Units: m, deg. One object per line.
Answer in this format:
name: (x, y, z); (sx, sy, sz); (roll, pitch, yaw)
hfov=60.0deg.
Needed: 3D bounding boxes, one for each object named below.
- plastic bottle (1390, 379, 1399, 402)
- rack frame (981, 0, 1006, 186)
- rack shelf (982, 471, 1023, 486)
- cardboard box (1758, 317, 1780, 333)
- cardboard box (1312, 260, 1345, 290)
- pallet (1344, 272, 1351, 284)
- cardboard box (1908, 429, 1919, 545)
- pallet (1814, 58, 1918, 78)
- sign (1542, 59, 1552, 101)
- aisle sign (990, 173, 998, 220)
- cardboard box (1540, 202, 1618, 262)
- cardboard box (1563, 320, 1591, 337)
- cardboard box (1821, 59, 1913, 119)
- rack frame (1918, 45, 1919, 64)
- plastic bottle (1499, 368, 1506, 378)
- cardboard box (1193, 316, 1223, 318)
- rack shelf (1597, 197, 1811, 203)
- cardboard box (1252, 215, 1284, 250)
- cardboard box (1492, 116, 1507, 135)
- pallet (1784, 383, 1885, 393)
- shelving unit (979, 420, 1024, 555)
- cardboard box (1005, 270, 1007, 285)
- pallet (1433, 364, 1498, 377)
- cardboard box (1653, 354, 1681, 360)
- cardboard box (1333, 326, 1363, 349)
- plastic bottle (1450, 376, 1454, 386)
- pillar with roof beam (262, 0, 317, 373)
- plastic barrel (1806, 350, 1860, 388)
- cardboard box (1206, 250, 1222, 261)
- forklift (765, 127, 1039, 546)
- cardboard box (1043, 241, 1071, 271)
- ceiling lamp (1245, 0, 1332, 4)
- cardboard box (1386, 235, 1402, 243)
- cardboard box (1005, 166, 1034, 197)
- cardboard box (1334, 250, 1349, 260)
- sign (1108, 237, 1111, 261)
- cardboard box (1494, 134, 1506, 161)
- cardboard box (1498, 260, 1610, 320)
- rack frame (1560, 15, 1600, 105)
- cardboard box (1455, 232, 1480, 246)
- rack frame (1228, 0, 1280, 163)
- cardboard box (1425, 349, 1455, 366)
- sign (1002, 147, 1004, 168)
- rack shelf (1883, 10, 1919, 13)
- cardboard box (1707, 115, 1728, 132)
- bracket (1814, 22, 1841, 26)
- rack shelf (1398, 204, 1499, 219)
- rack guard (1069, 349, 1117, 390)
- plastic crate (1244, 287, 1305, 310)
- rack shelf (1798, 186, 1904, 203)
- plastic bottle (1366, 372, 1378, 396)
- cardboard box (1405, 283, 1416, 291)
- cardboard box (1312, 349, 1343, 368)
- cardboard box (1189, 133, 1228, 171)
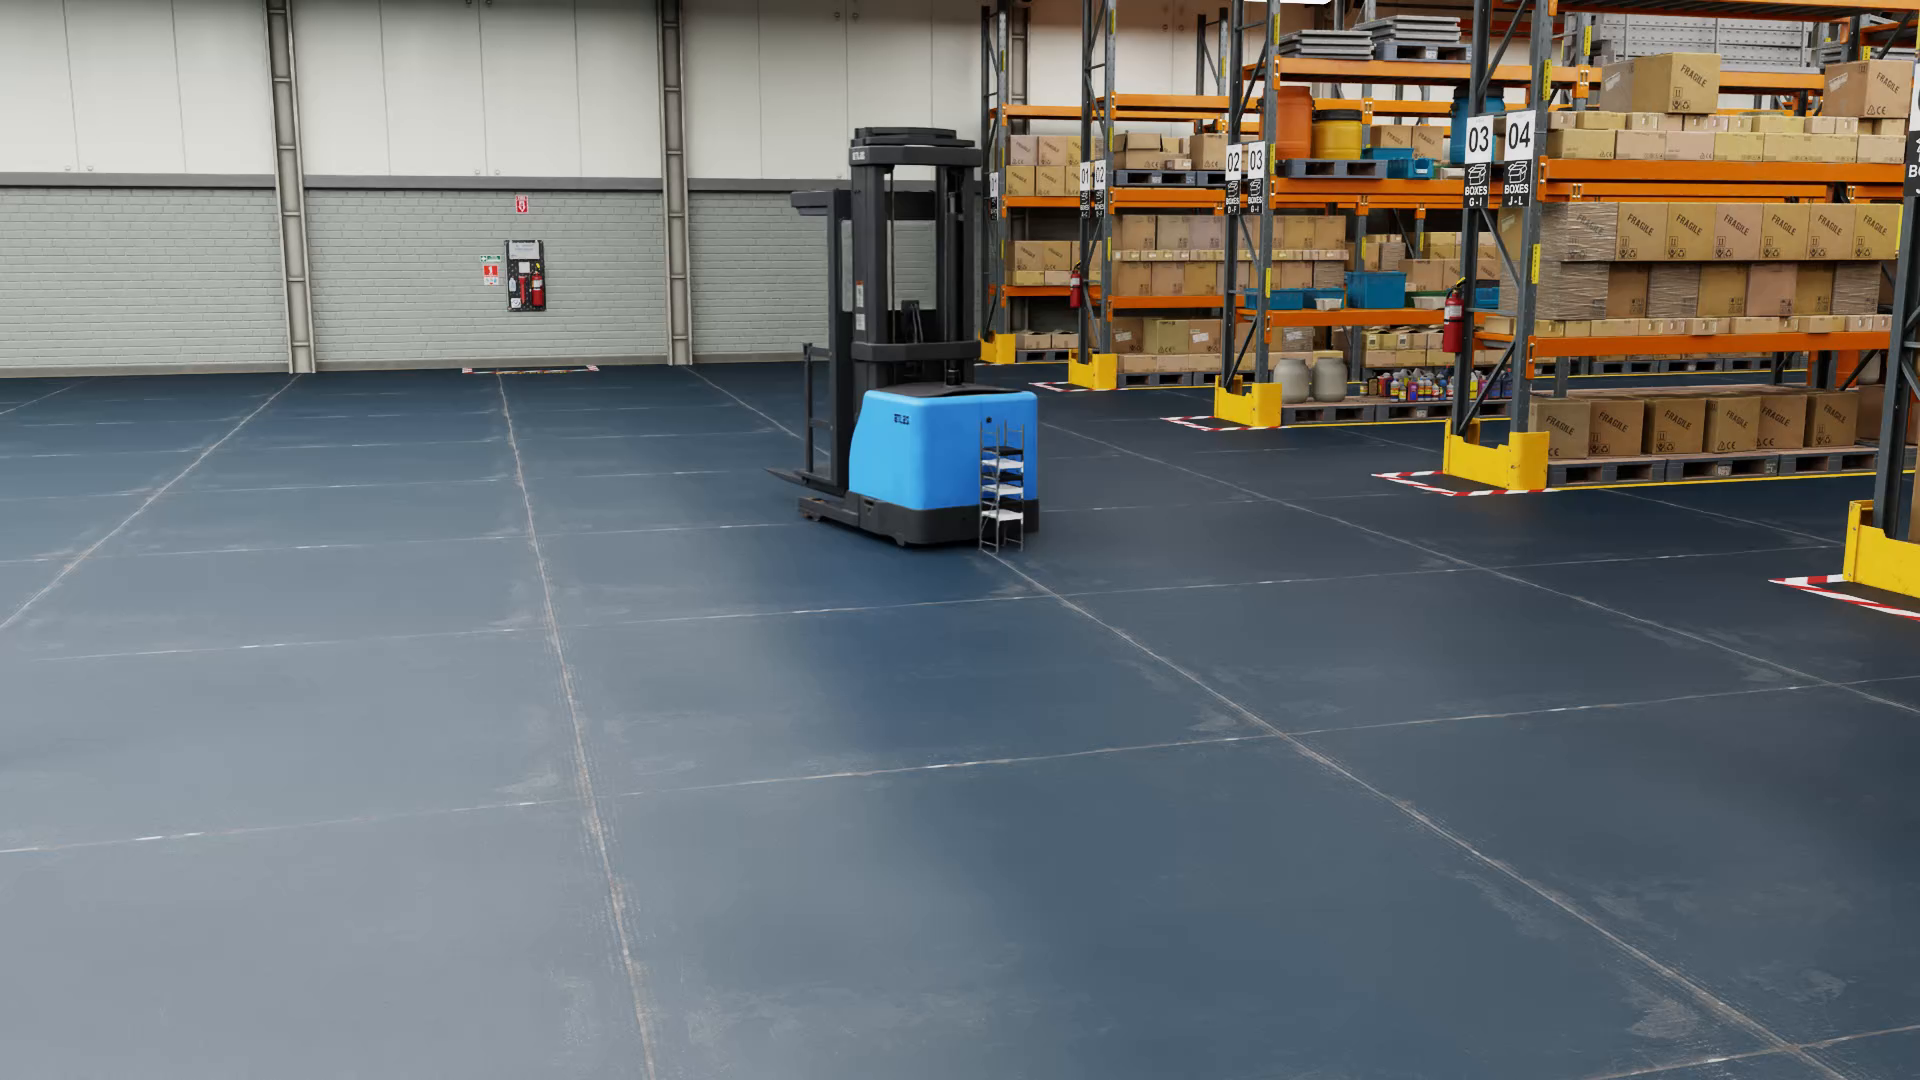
plastic bottle: (5.159, -1.778, 19.740); (0.097, 0.271, 0.097); (0, 10, 0)
rack frame: (0.562, -7.538, 28.140); (0.127, 3.000, 1.000); (-3, 11, -16)
rack shelf: (0.288, -0.423, 11.547); (0.200, 0.077, 0.258); (-6, 12, -31)
cardboard box: (7.218, -1.967, 15.140); (0.250, 0.149, 0.380); (-3, 11, -16)
cardboard box: (5.366, -3.955, 24.969); (0.500, 0.500, 0.700); (-3, 11, -17)
pallet: (6.354, -4.791, 30.317); (1.213, 0.211, 1.003); (-3, 11, -16)
cardboard box: (6.637, -0.345, 10.343); (0.875, 0.875, 0.875); (-3, 11, -16)
pallet: (11.713, -5.963, 21.207); (1.003, 0.211, 1.213); (-3, 11, -16)
sign: (4.867, -3.815, 13.788); (0.005, 0.325, 0.100); (-3, 11, -16)
aisle sign: (0.577, -5.811, 28.145); (0.004, 0.787, 0.394); (-3, 11, -16)
cardboard box: (5.319, -2.672, 14.419); (0.500, 0.500, 0.500); (-3, 11, -16)
cardboard box: (5.301, -1.863, 14.578); (0.250, 0.149, 0.380); (-3, 11, -16)
cardboard box: (8.195, -4.057, 15.033); (0.500, 0.500, 0.500); (-3, 11, -18)
rack frame: (6.005, -4.088, 9.397); (0.127, 3.000, 1.000); (-3, 11, -16)
plastic bottle: (6.593, -1.924, 20.315); (0.185, 0.351, 0.144); (-3, 11, -16)
cardboard box: (3.818, -3.107, 25.003); (0.500, 0.500, 0.500); (-3, 11, -16)
rack shelf: (11.551, -5.354, 26.549); (4.000, 0.370, 1.077); (-3, 11, -16)
cardboard box: (4.400, -4.542, 24.575); (0.500, 0.500, 0.700); (-3, 11, -16)
cardboard box: (4.895, -3.671, 14.728); (0.250, 0.149, 0.380); (-3, 11, -16)
pallet: (11.757, -1.946, 22.036); (1.213, 0.211, 1.003); (-3, 11, -16)
shelving unit: (0.288, -0.367, 11.557); (0.210, 0.900, 0.258); (-6, 12, -31)
cardboard box: (0.956, -4.581, 29.007); (0.500, 0.250, 0.500); (-3, 11, -15)
pallet: (7.661, -2.665, 25.937); (1.213, 0.211, 1.003); (-3, 11, -16)
cardboard box: (11.132, -3.144, 26.530); (0.500, 0.500, 0.500); (-3, 11, -17)
cardboard box: (6.099, -3.130, 25.648); (0.500, 0.311, 0.500); (-3, 11, -16)
plastic bottle: (5.982, -1.829, 20.003); (0.135, 0.276, 0.152); (-3, 11, -15)
pillar with roof beam: (-9.326, -6.369, 21.786); (0.400, 9.000, 9.100); (-3, 11, -16)
plastic barrel: (11.477, -2.438, 21.836); (0.708, 0.830, 0.600); (-3, 11, -16)
cardboard box: (3.623, -4.143, 24.199); (0.250, 0.149, 0.380); (-3, 11, -17)
forklift: (-0.606, -1.620, 12.749); (1.130, 2.935, 3.031); (-6, 12, -30)
cardboard box: (1.582, -4.888, 28.601); (0.500, 0.500, 0.500); (-3, 11, -16)
ceiling lamp: (5.058, -10.117, 26.025); (2.000, 3.185, 0.800); (-3, 11, -16)
cardboard box: (7.920, -5.555, 30.652); (0.250, 0.149, 0.380); (-5, 11, -23)
cardboard box: (0.953, -6.096, 28.257); (0.500, 0.500, 0.500); (-3, 11, -14)
cardboard box: (5.589, -4.247, 24.761); (0.250, 0.149, 0.380); (-3, 11, -16)
sign: (2.099, -4.095, 23.395); (0.005, 0.325, 0.100); (-3, 11, -16)
cardboard box: (5.107, -3.475, 14.766); (0.500, 0.250, 0.500); (-3, 11, -15)
cardboard box: (5.251, -2.223, 14.741); (0.500, 0.500, 0.875); (-3, 11, -16)
rack frame: (9.631, -7.082, 25.663); (0.127, 3.000, 1.000); (-3, 11, -16)
cardboard box: (9.267, -5.572, 30.806); (0.500, 0.250, 0.500); (-3, 11, -17)
rack frame: (3.331, -5.816, 18.785); (0.127, 3.000, 1.000); (-3, 11, -16)
cardboard box: (7.235, -2.813, 25.478); (0.500, 0.250, 0.500); (-3, 11, -18)
sign: (0.714, -6.399, 27.820); (0.005, 0.325, 0.100); (-3, 11, -16)
rack shelf: (15.392, -8.667, 27.076); (4.000, 0.370, 1.077); (-3, 11, -16)
cardboard box: (6.529, -3.657, 14.652); (0.250, 0.149, 0.380); (-3, 11, -17)
bracket: (15.485, -10.191, 32.609); (4.783, 0.066, 0.076); (-3, 11, -16)
rack shelf: (10.163, -6.215, 31.226); (4.000, 0.370, 1.077); (-3, 11, -16)
rack guard: (1.927, -2.496, 24.226); (0.348, 0.500, 1.175); (-3, 11, -16)
plastic crate: (3.728, -2.870, 19.762); (0.616, 0.251, 0.499); (-3, 11, -16)
rack shelf: (12.932, -4.493, 21.871); (4.000, 0.370, 1.077); (-3, 11, -16)
plastic bottle: (5.079, -1.924, 20.502); (0.133, 0.283, 0.061); (-3, 11, -15)
cardboard box: (6.698, -3.815, 25.179); (0.250, 0.149, 0.380); (-3, 11, -16)
cardboard box: (5.406, -2.722, 24.983); (0.500, 0.250, 0.500); (-3, 11, -16)
cardboard box: (3.621, -5.563, 23.874); (0.500, 0.500, 0.500); (-3, 11, -16)
